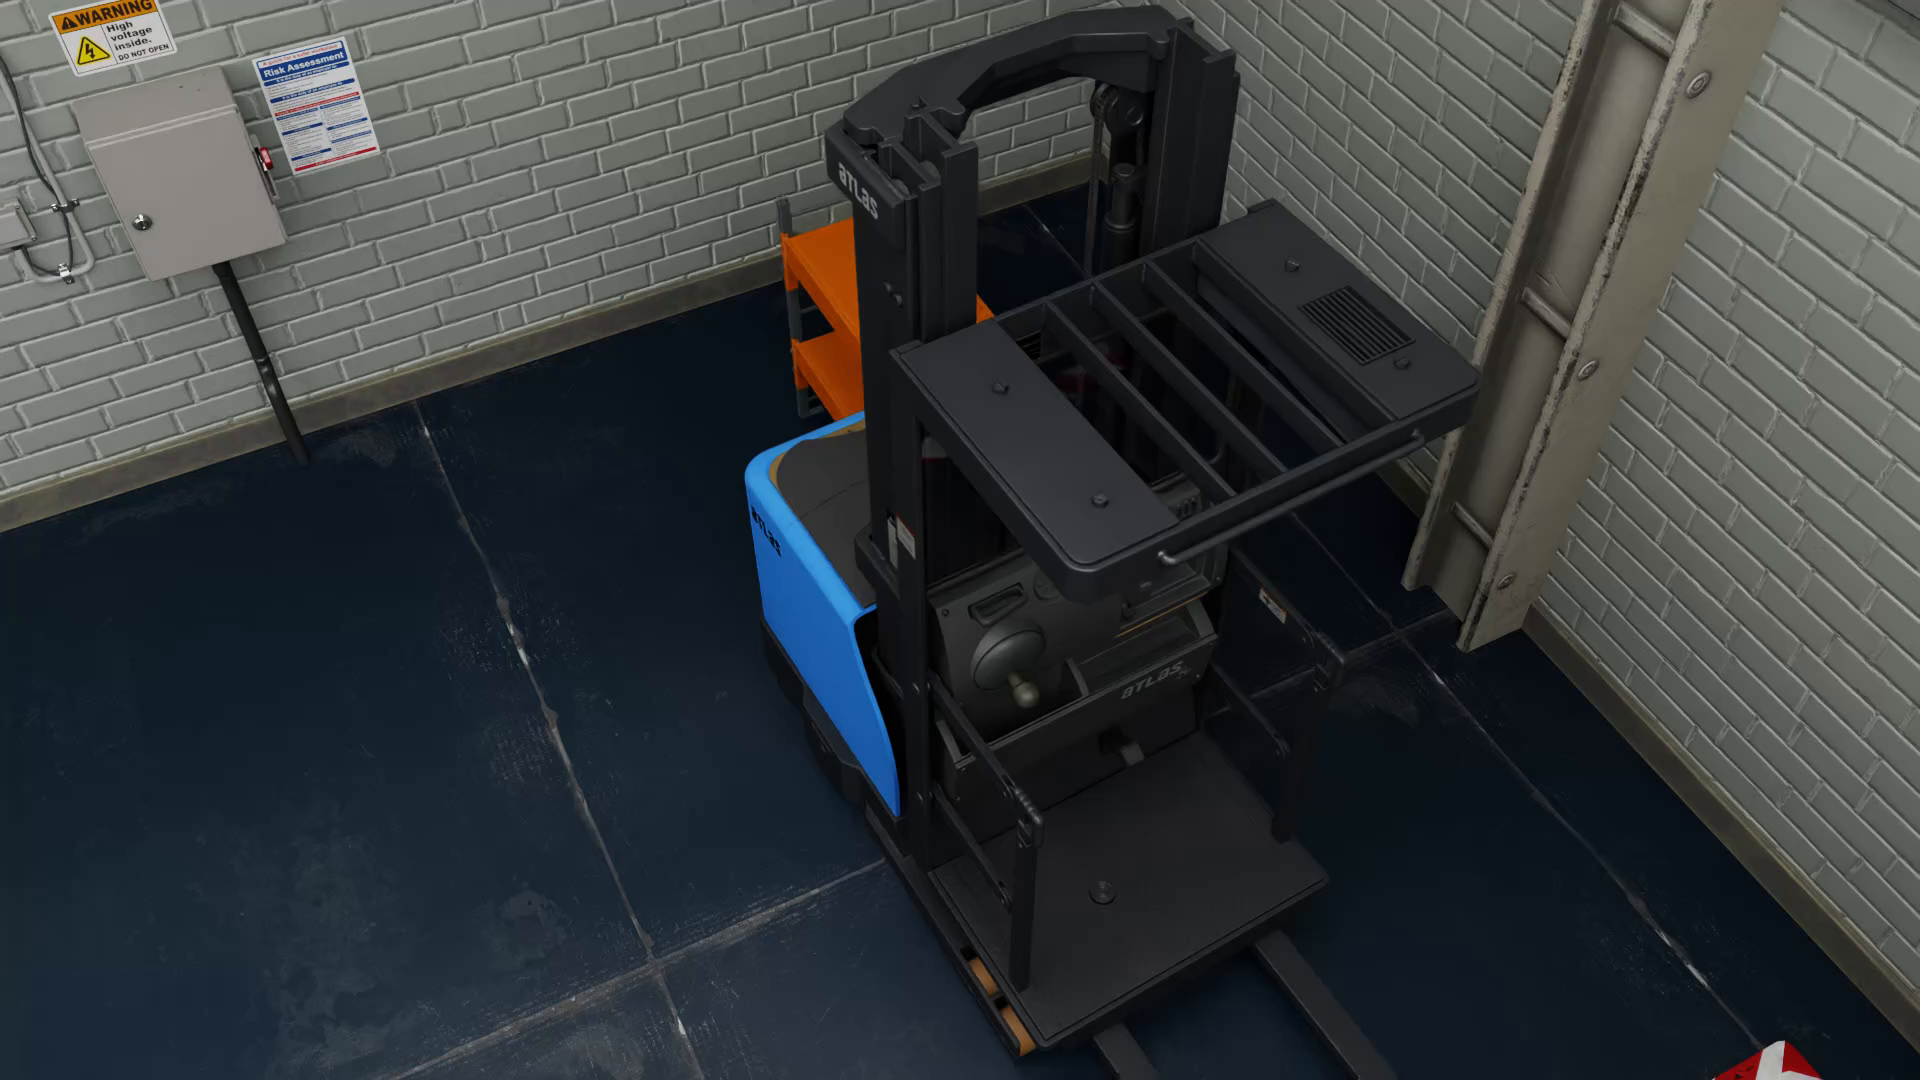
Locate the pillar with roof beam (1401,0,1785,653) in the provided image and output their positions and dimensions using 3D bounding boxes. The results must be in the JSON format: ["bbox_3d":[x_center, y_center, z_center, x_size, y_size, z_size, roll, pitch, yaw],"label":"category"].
[{"bbox_3d":[-1.882,-1.238,1.747,9.100,9.000,0.400,-21,52,-18],"label":"pillar with roof beam"}]

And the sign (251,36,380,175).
[{"bbox_3d":[-2.355,-1.588,6.102,0.329,0.494,0.001,-21,52,-18],"label":"sign"}]

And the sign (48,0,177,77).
[{"bbox_3d":[-2.844,-1.702,5.590,0.339,0.242,0.001,-21,52,-18],"label":"sign"}]

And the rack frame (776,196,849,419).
[{"bbox_3d":[-0.464,-0.986,6.757,0.500,1.125,0.032,-22,52,-18],"label":"rack frame"}]

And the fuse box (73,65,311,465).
[{"bbox_3d":[-2.700,-0.887,6.281,0.539,1.711,0.414,-21,52,-18],"label":"fuse box"}]

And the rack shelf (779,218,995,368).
[{"bbox_3d":[-0.226,-0.840,6.241,0.538,0.278,1.000,-22,52,-18],"label":"rack shelf"}]

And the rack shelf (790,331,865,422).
[{"bbox_3d":[-0.226,-0.487,6.646,0.538,0.278,1.000,-22,52,-18],"label":"rack shelf"}]

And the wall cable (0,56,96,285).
[{"bbox_3d":[-3.378,-1.516,5.300,0.588,1.984,0.122,-21,52,-18],"label":"wall cable"}]

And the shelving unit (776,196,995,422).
[{"bbox_3d":[-0.226,-0.648,6.462,0.538,1.125,1.048,-22,52,-18],"label":"shelving unit"}]

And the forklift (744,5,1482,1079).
[{"bbox_3d":[0.463,0.243,4.483,1.130,2.935,3.031,-24,53,-20],"label":"forklift"}]
